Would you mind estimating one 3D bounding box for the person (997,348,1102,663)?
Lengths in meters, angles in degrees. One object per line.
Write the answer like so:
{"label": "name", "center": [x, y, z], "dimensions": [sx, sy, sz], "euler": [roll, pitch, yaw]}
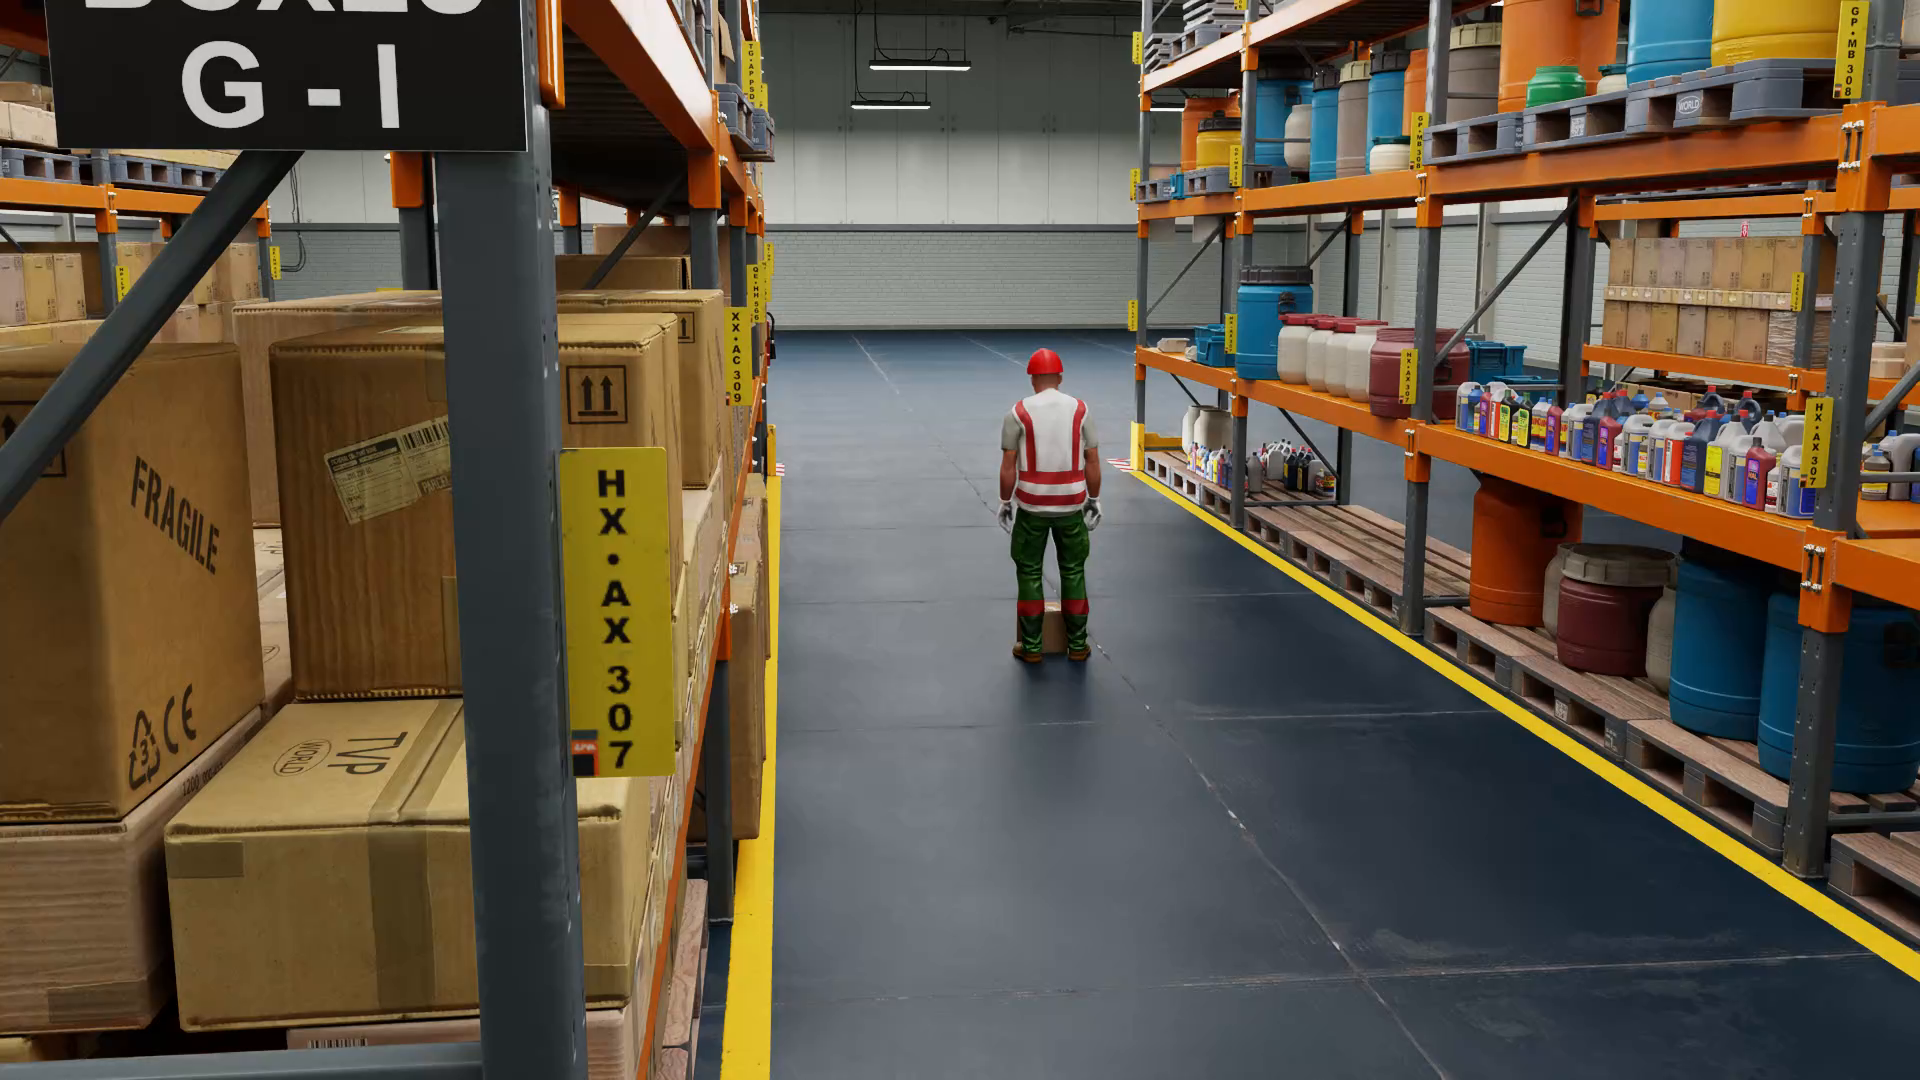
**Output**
{"label": "person", "center": [0.511, -0.193, 9.468], "dimensions": [0.604, 1.778, 0.453], "euler": [-1, 10, -6]}
